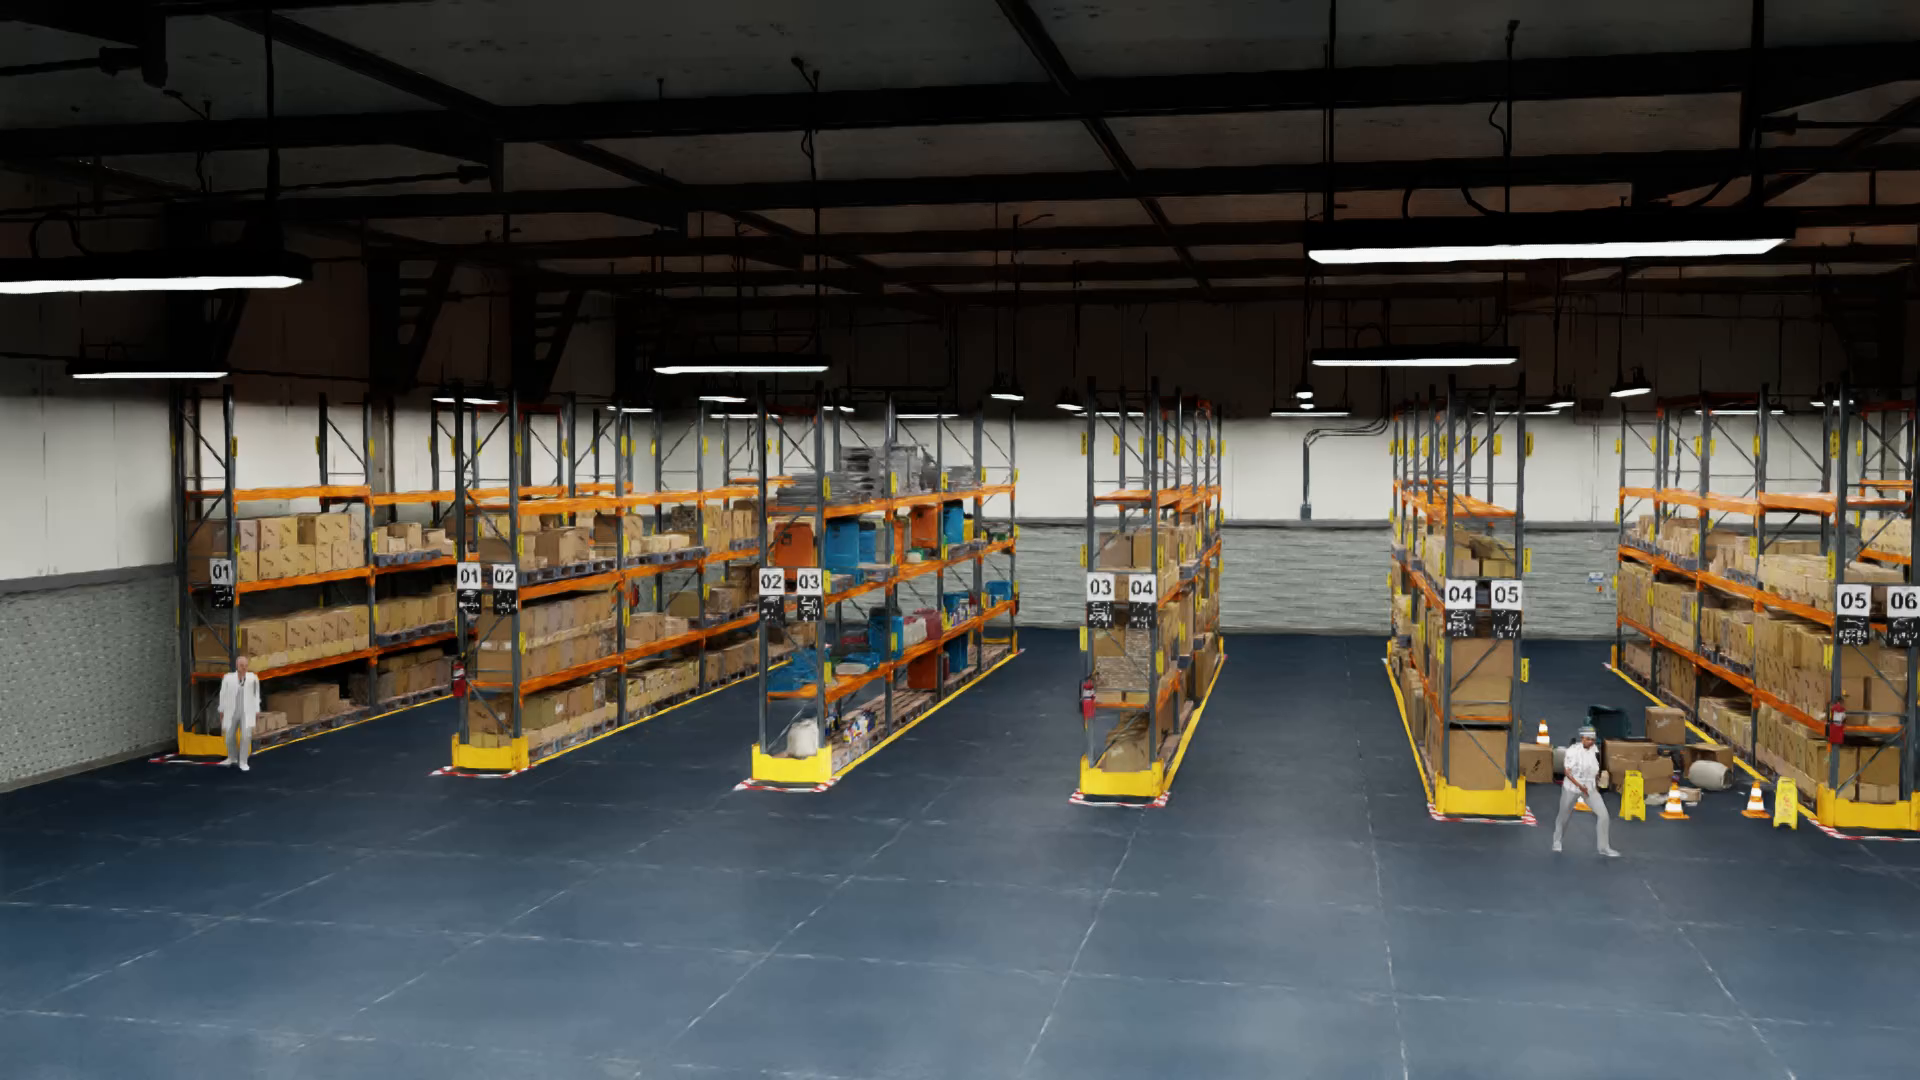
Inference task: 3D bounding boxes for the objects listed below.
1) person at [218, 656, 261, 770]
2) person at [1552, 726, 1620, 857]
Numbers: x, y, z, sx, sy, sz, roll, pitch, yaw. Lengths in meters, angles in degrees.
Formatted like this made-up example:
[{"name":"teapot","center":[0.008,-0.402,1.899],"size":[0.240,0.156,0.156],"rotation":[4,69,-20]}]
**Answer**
[{"name":"person","center":[-11.208,2.675,25.865],"size":[0.615,1.766,0.619],"rotation":[-1,3,-23]},{"name":"person","center":[7.642,3.050,20.394],"size":[0.624,1.615,0.776],"rotation":[0,3,-8]}]
